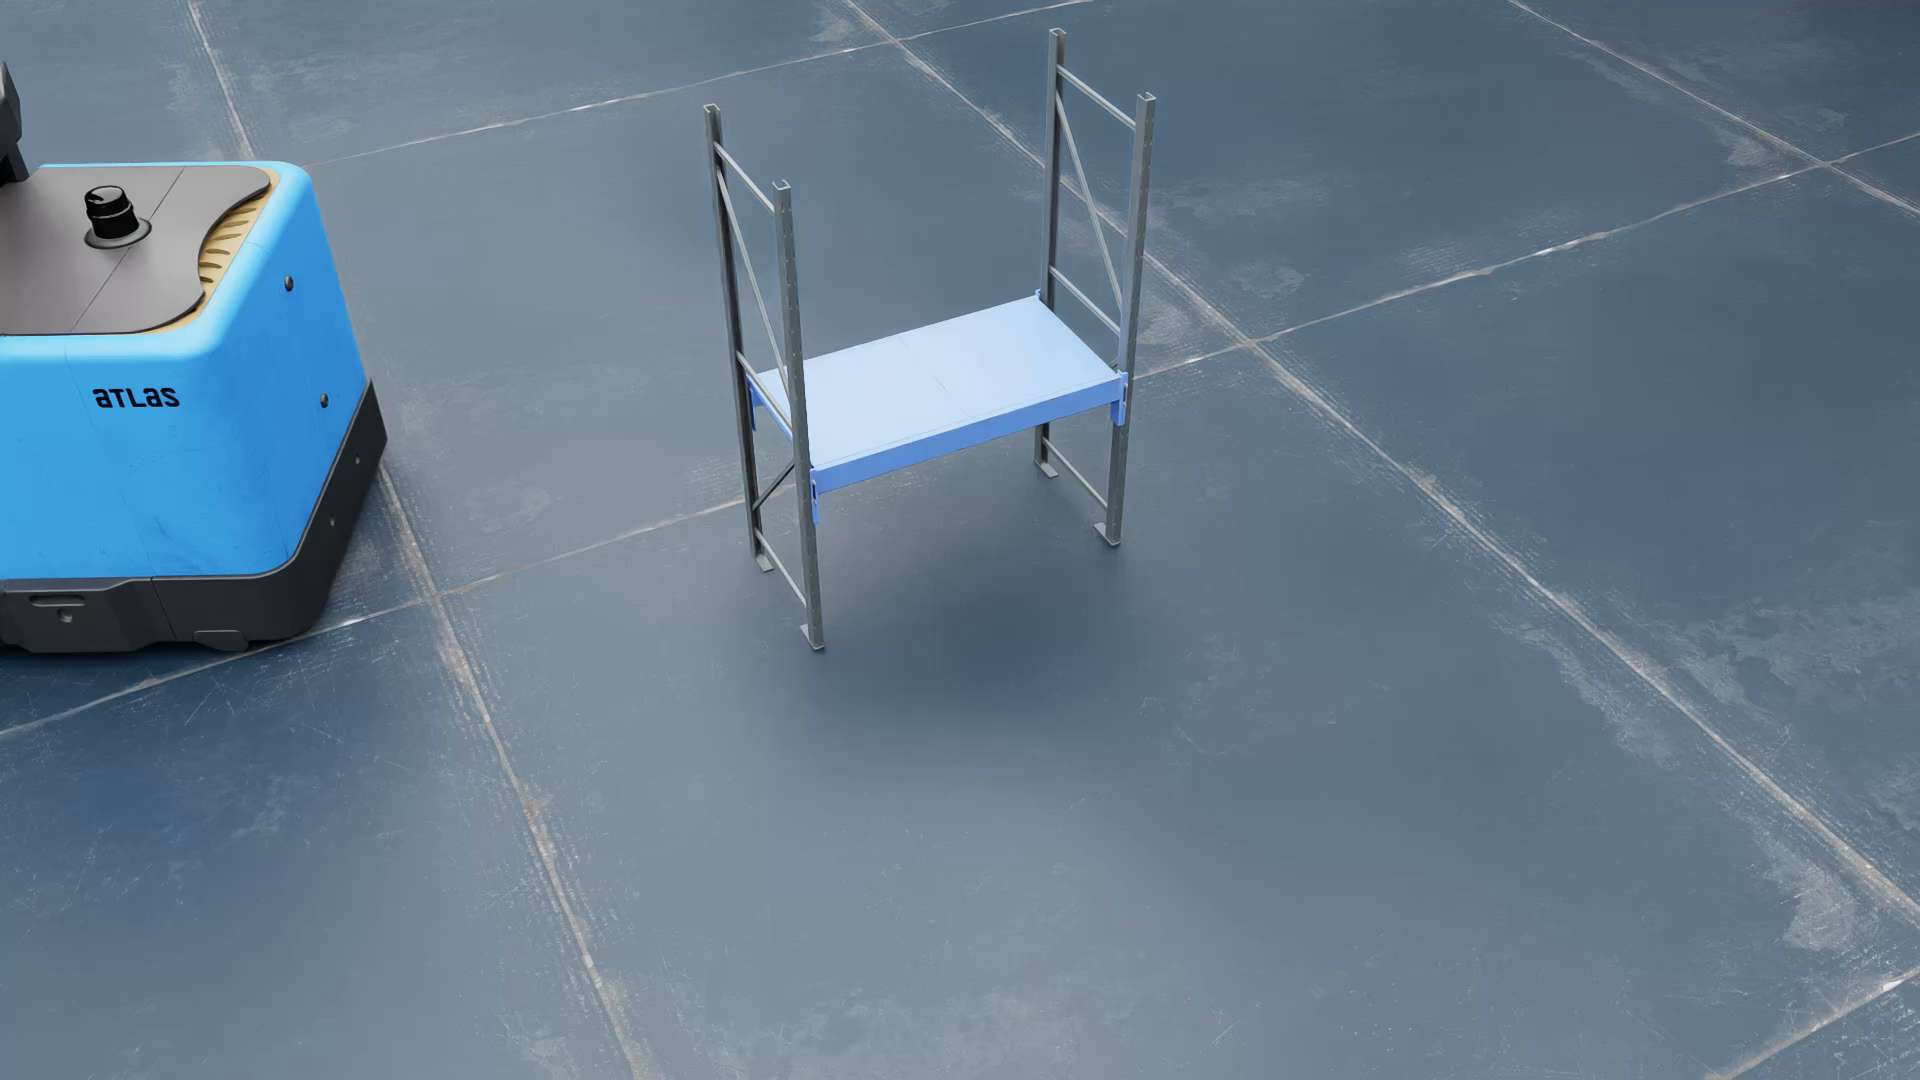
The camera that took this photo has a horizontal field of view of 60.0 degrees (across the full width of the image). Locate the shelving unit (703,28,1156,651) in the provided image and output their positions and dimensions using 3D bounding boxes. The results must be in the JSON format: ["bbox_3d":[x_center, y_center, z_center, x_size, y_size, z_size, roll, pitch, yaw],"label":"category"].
[{"bbox_3d":[-0.076,-0.547,4.735,1.048,1.500,0.538,-19,44,-21],"label":"shelving unit"}]

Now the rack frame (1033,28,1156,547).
[{"bbox_3d":[0.375,-0.699,4.915,0.032,1.500,0.500,-19,44,-21],"label":"rack frame"}]

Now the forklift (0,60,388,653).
[{"bbox_3d":[-3.405,-1.089,4.268,3.031,2.935,1.130,-1,40,-1],"label":"forklift"}]

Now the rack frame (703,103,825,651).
[{"bbox_3d":[-0.527,-0.395,4.556,0.032,1.500,0.500,-19,44,-21],"label":"rack frame"}]

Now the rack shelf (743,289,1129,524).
[{"bbox_3d":[-0.076,-0.410,4.852,1.000,0.185,0.538,-19,44,-21],"label":"rack shelf"}]
